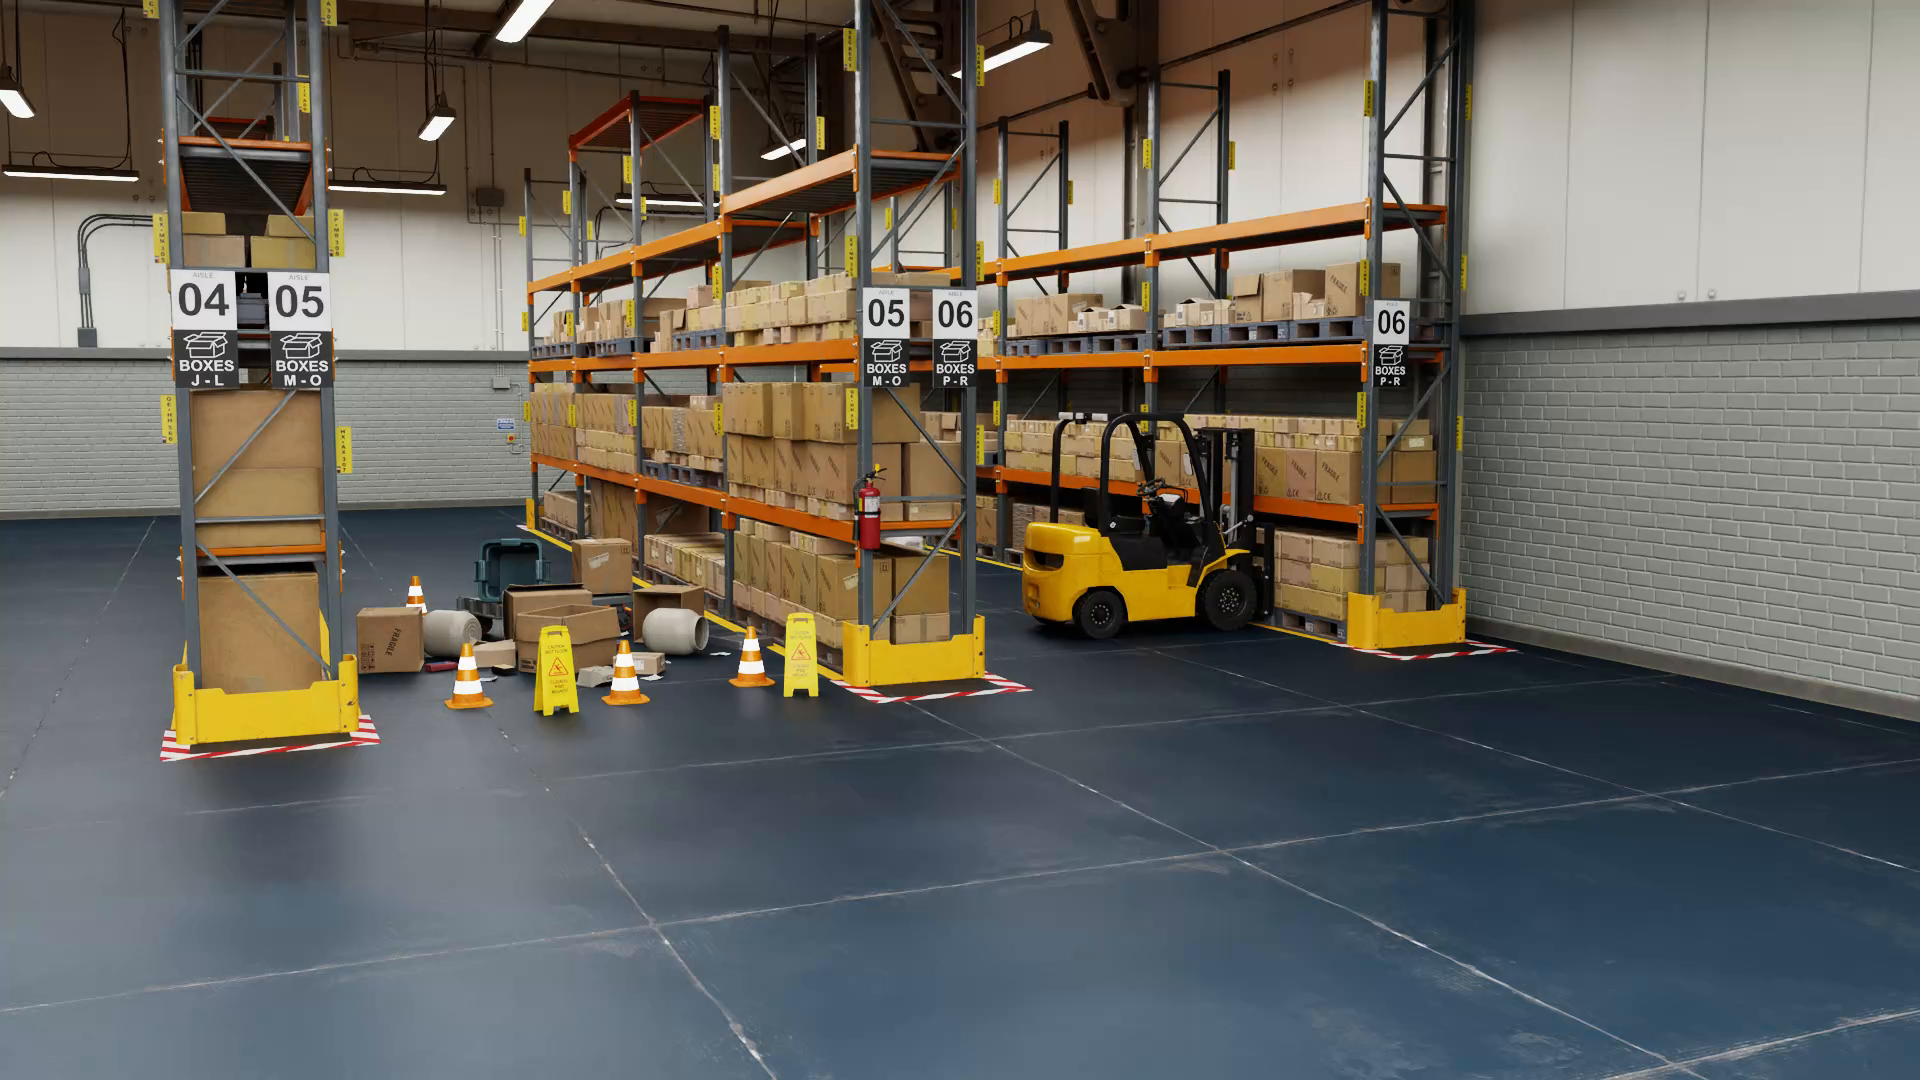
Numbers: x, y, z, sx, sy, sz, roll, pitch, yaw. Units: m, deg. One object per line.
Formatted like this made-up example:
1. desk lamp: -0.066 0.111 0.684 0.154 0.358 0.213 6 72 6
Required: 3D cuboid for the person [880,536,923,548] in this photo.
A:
1. person: -0.766 0.189 18.272 0.508 1.084 0.966 -3 6 -27
